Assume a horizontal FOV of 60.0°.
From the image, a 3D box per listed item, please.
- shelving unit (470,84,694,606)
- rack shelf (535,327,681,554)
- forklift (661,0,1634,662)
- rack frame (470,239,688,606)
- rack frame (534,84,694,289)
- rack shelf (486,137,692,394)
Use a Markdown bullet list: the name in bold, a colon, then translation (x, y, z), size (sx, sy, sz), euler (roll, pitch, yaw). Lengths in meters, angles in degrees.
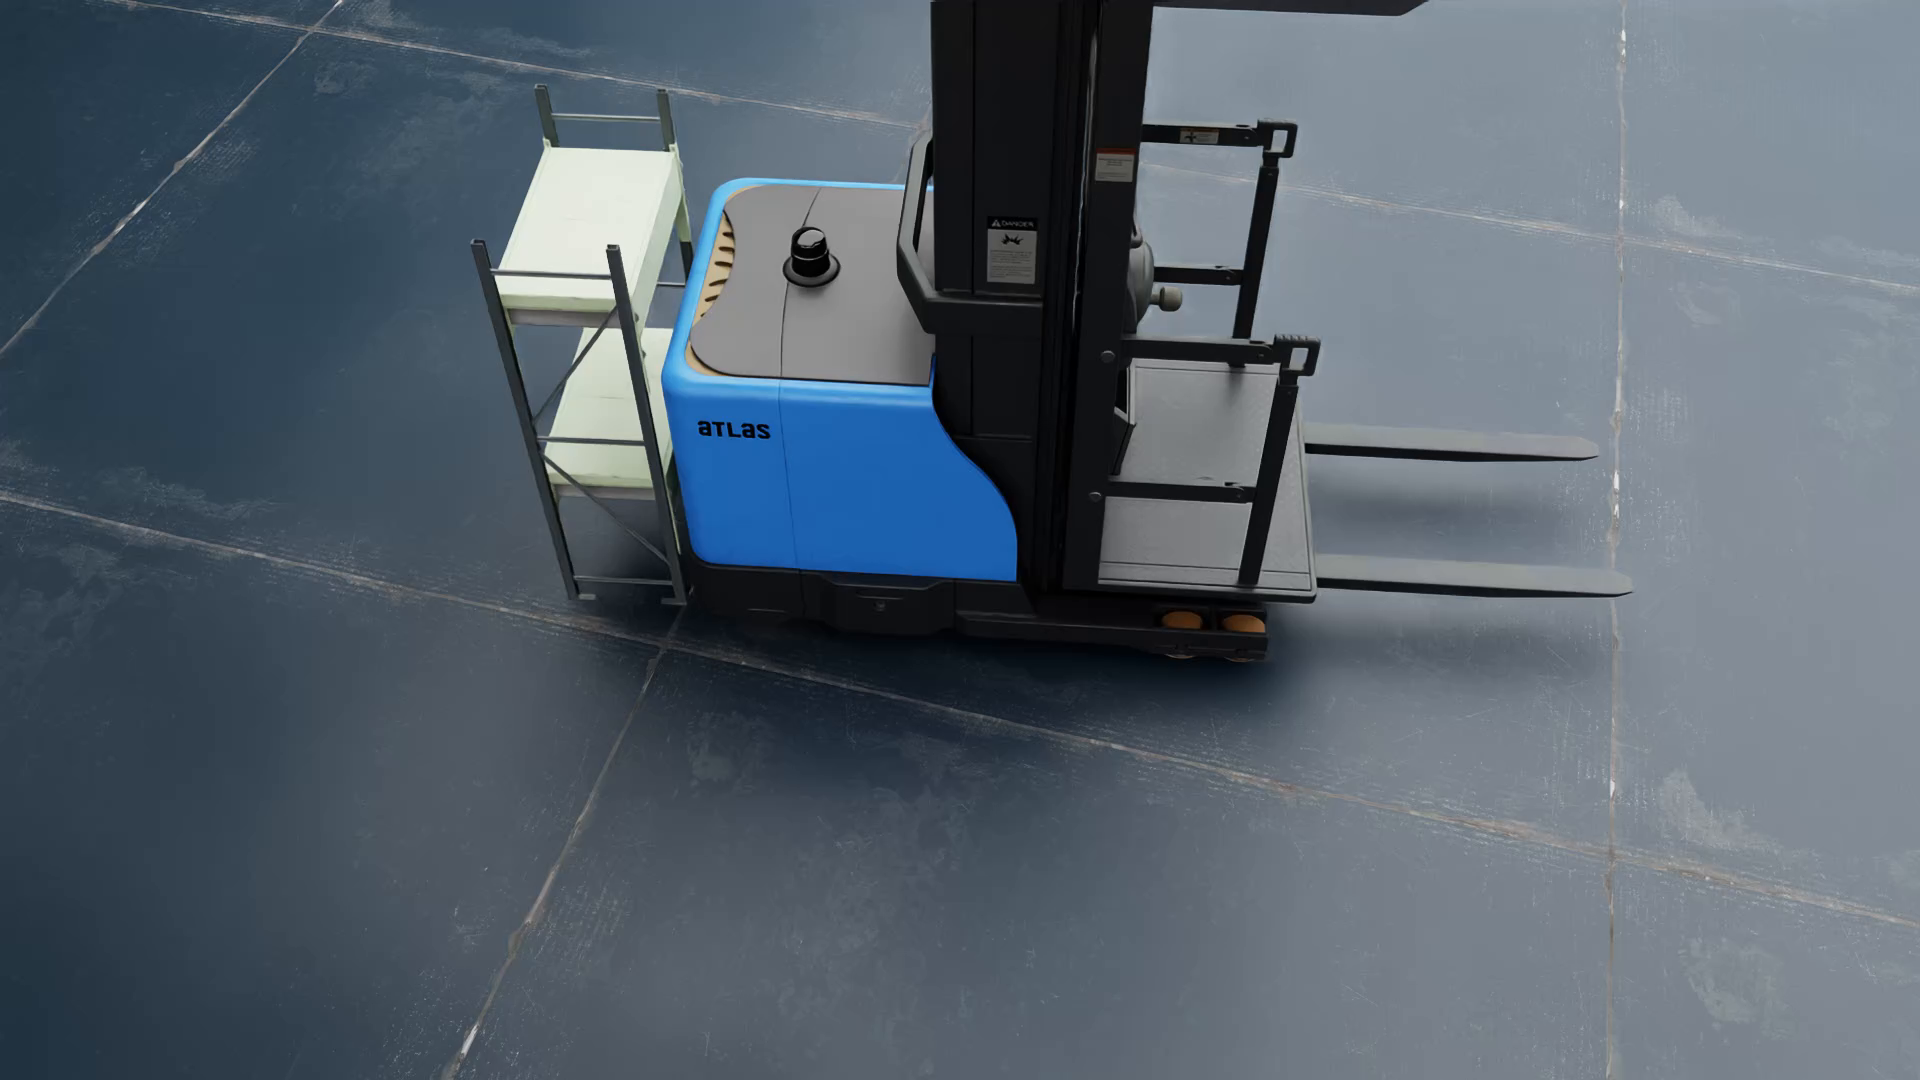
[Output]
- **shelving unit**: translation (-1.087, -0.569, 5.252), size (0.431, 1.500, 0.755), euler (3, 49, 2)
- **rack shelf**: translation (-1.087, -0.353, 5.496), size (0.431, 0.370, 0.720), euler (3, 49, 2)
- **forklift**: translation (0.667, -0.991, 4.670), size (3.031, 2.935, 1.130), euler (3, 49, 3)
- **rack frame**: translation (-1.111, -0.295, 5.010), size (0.400, 1.500, 0.023), euler (3, 49, 2)
- **rack frame**: translation (-1.064, -0.843, 5.494), size (0.400, 1.500, 0.023), euler (3, 49, 2)
- **rack shelf**: translation (-1.087, -0.827, 4.959), size (0.431, 0.370, 0.720), euler (3, 49, 2)
